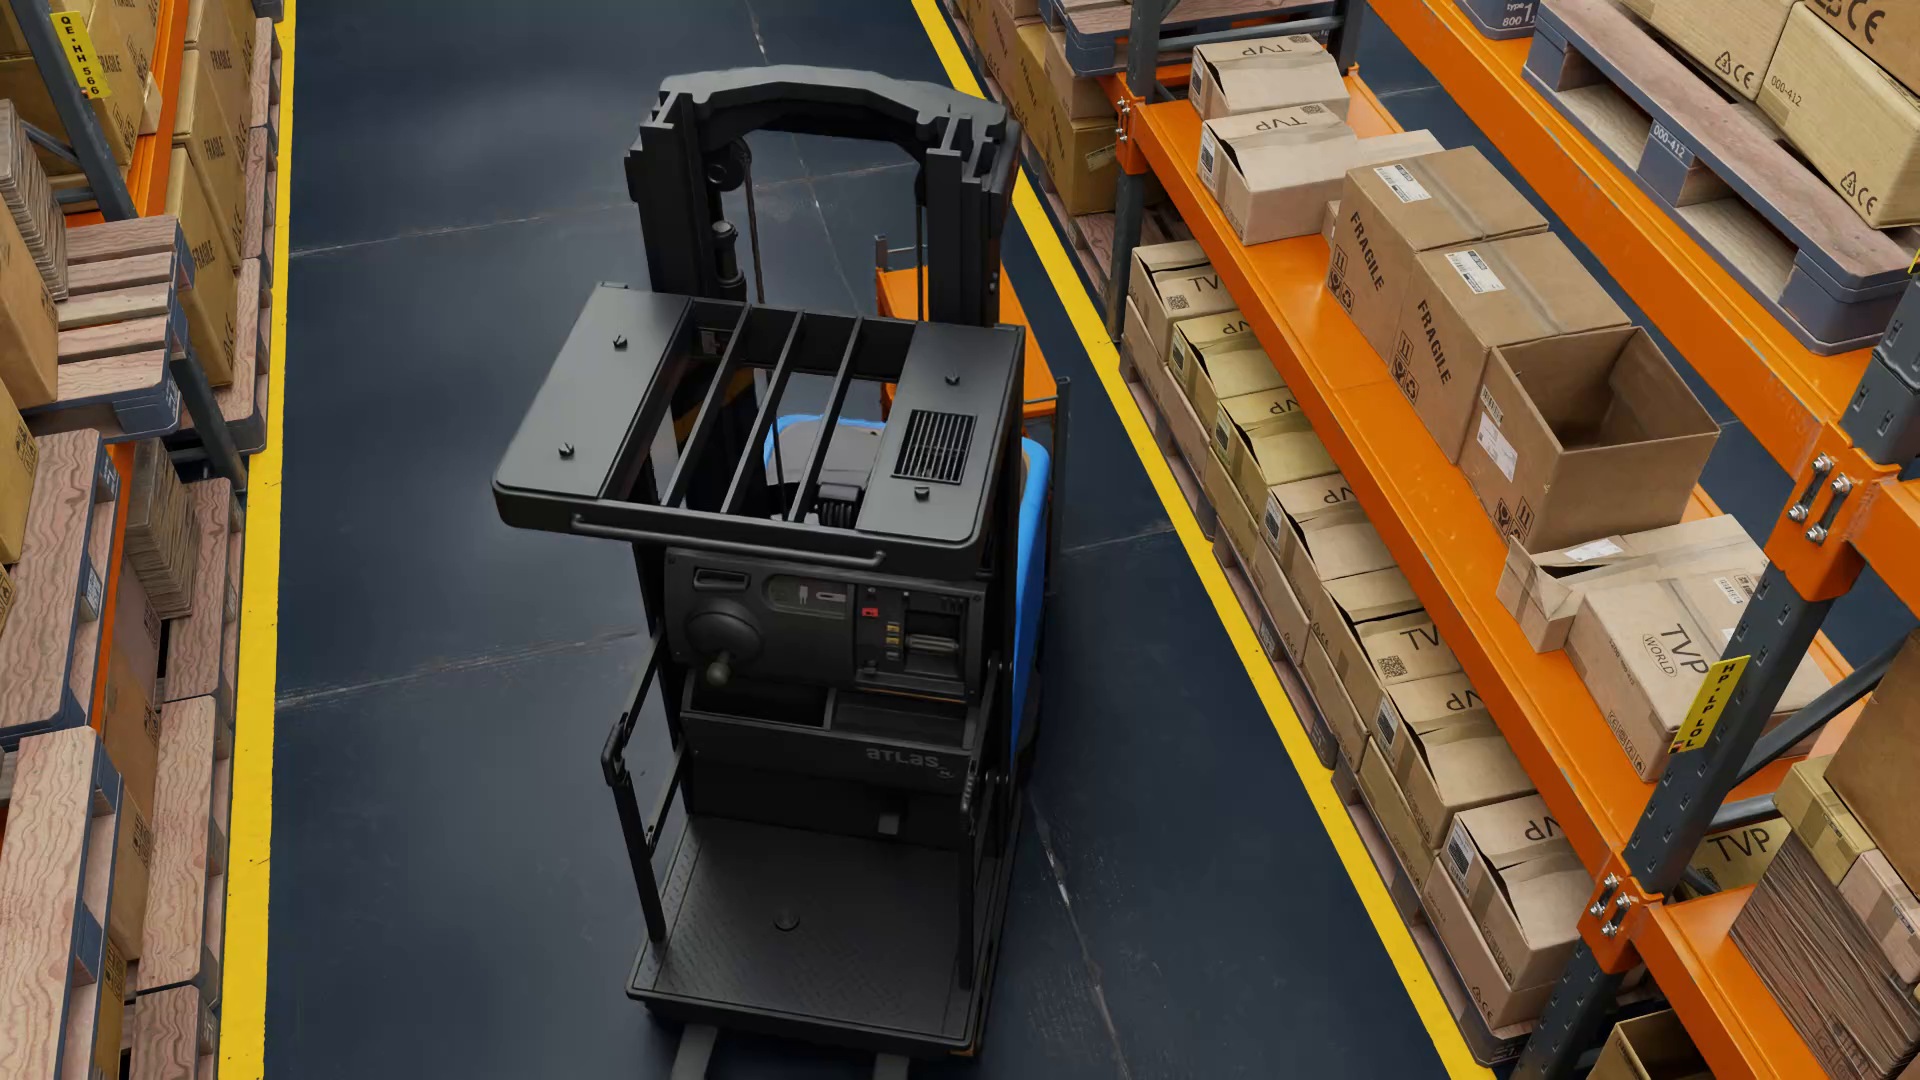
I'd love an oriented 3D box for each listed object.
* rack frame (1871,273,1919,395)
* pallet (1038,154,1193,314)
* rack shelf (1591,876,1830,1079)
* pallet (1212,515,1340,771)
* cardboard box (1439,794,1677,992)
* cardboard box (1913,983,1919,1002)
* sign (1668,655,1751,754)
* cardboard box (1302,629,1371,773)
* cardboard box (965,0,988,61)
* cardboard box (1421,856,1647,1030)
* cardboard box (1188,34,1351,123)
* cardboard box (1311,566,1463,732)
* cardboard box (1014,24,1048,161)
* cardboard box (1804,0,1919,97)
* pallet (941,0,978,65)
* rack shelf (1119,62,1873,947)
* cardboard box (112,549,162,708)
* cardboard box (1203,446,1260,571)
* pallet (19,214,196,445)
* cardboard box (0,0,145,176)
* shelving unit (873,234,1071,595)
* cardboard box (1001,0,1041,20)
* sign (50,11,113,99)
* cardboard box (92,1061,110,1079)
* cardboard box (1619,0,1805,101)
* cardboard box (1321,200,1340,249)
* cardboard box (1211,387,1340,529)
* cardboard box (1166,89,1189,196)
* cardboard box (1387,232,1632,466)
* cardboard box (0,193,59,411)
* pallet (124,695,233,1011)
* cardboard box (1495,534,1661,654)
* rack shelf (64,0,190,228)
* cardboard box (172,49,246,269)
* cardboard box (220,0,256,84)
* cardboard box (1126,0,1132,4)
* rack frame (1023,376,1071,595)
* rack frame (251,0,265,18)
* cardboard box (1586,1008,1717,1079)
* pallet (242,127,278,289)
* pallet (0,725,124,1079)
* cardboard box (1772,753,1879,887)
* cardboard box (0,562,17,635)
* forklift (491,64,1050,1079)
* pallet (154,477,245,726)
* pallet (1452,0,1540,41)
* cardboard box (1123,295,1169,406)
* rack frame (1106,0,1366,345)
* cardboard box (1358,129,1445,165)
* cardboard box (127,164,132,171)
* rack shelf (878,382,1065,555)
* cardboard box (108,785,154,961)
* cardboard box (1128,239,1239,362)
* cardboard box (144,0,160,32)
[{"bbox_3d":[2.223,-1.451,2.122,1.000,3.000,0.127,-11,47,-10],"label":"rack frame"},{"bbox_3d":[1.045,-1.659,8.479,1.003,0.211,1.213,-11,47,-10],"label":"pallet"},{"bbox_3d":[2.735,2.281,3.169,1.077,0.370,4.000,-11,47,-10],"label":"rack shelf"},{"bbox_3d":[1.681,0.279,6.579,1.003,0.211,1.213,-11,47,-10],"label":"pallet"},{"bbox_3d":[1.843,1.041,5.119,0.500,0.311,0.500,-11,47,-10],"label":"cardboard box"},{"bbox_3d":[2.237,0.959,3.437,0.380,0.149,0.250,-12,47,-11],"label":"cardboard box"},{"bbox_3d":[1.701,0.377,3.776,0.100,0.325,0.005,-11,47,-10],"label":"sign"},{"bbox_3d":[1.578,0.528,6.014,0.500,0.250,0.500,-10,46,-9],"label":"cardboard box"},{"bbox_3d":[0.332,-3.063,9.344,0.500,0.500,0.500,-10,46,-10],"label":"cardboard box"},{"bbox_3d":[1.837,1.231,5.326,0.500,0.250,0.500,-11,47,-11],"label":"cardboard box"},{"bbox_3d":[1.250,-1.823,6.749,0.500,0.311,0.500,-8,46,-8],"label":"cardboard box"},{"bbox_3d":[1.578,0.337,5.808,0.500,0.311,0.500,-11,47,-10],"label":"cardboard box"},{"bbox_3d":[0.601,-2.352,8.648,0.500,0.500,0.500,-12,47,-12],"label":"cardboard box"},{"bbox_3d":[2.104,-1.191,3.254,0.500,0.500,0.500,-10,46,-10],"label":"cardboard box"},{"bbox_3d":[0.420,-3.344,10.130,1.003,0.211,1.213,-11,47,-10],"label":"pallet"},{"bbox_3d":[1.711,-0.480,5.875,1.077,0.370,4.000,-11,47,-10],"label":"rack shelf"},{"bbox_3d":[-3.334,0.381,5.970,0.700,0.500,0.500,-11,47,-10],"label":"cardboard box"},{"bbox_3d":[1.318,-0.178,6.706,0.500,0.250,0.500,-12,47,-11],"label":"cardboard box"},{"bbox_3d":[-3.303,-0.665,5.687,1.213,0.211,1.003,-11,47,-10],"label":"pallet"},{"bbox_3d":[-3.465,-1.733,6.307,0.500,0.500,0.500,-9,46,-9],"label":"cardboard box"},{"bbox_3d":[0.030,-0.496,6.699,0.538,1.125,1.048,-10,46,-10],"label":"shelving unit"},{"bbox_3d":[0.449,-3.001,8.759,0.500,0.250,0.500,-12,47,-11],"label":"cardboard box"},{"bbox_3d":[-3.066,-1.688,5.800,0.100,0.325,0.005,-11,47,-10],"label":"sign"},{"bbox_3d":[-2.769,1.773,4.605,0.700,0.500,0.500,-9,46,-9],"label":"cardboard box"},{"bbox_3d":[1.932,-1.302,3.887,0.500,0.250,0.500,-15,47,-14],"label":"cardboard box"},{"bbox_3d":[1.580,-1.155,6.208,0.380,0.149,0.250,-8,46,-7],"label":"cardboard box"},{"bbox_3d":[1.321,-0.365,6.497,0.500,0.311,0.500,-12,47,-11],"label":"cardboard box"},{"bbox_3d":[1.220,-2.119,8.419,0.500,0.500,0.500,-12,47,-12],"label":"cardboard box"},{"bbox_3d":[1.779,-0.629,5.447,0.500,0.500,0.500,-11,47,-10],"label":"cardboard box"},{"bbox_3d":[-3.289,-0.690,5.199,0.700,0.500,0.500,-15,47,-14],"label":"cardboard box"},{"bbox_3d":[-3.081,1.152,5.724,1.003,0.211,1.213,-11,47,-10],"label":"pallet"},{"bbox_3d":[1.821,0.122,4.875,0.396,0.266,0.258,-12,47,-11],"label":"cardboard box"},{"bbox_3d":[-4.100,-2.334,7.691,1.077,0.370,4.000,-11,47,-10],"label":"rack shelf"},{"bbox_3d":[-3.868,-1.737,7.814,0.750,0.750,0.750,-11,47,-11],"label":"cardboard box"},{"bbox_3d":[-4.320,-2.936,8.989,0.750,0.750,0.750,-10,46,-10],"label":"cardboard box"},{"bbox_3d":[0.929,-2.709,7.192,0.700,0.500,0.500,-26,51,-23],"label":"cardboard box"},{"bbox_3d":[0.153,-0.144,6.354,0.500,1.125,0.032,-10,46,-10],"label":"rack frame"},{"bbox_3d":[-4.612,-3.966,8.788,1.000,3.000,0.127,-11,47,-10],"label":"rack frame"},{"bbox_3d":[2.039,1.579,4.459,0.500,0.500,0.500,-11,47,-10],"label":"cardboard box"},{"bbox_3d":[-4.026,-1.628,8.448,1.003,0.211,1.213,-11,47,-10],"label":"pallet"},{"bbox_3d":[-2.619,1.070,3.986,1.003,0.211,1.213,-11,47,-10],"label":"pallet"},{"bbox_3d":[2.105,0.607,3.781,0.380,0.149,0.250,-11,47,-10],"label":"cardboard box"},{"bbox_3d":[-2.997,0.174,4.352,0.700,0.500,0.500,-5,46,-5],"label":"cardboard box"},{"bbox_3d":[-0.425,0.350,4.605,1.130,2.935,3.031,7,46,7],"label":"forklift"},{"bbox_3d":[-3.390,0.311,6.548,1.003,0.211,1.213,-11,47,-10],"label":"pallet"},{"bbox_3d":[1.749,-1.873,4.768,1.003,0.211,1.213,-9,46,-8],"label":"pallet"},{"bbox_3d":[1.050,-0.882,7.396,0.500,0.250,0.500,-11,47,-10],"label":"cardboard box"},{"bbox_3d":[1.199,-2.113,6.971,1.000,3.000,0.127,-11,47,-10],"label":"rack frame"},{"bbox_3d":[1.697,-1.455,6.502,0.380,0.149,0.250,-11,47,-10],"label":"cardboard box"},{"bbox_3d":[-3.505,-1.569,6.600,0.380,0.149,0.250,-10,46,-10],"label":"cardboard box"},{"bbox_3d":[0.030,-0.325,6.874,0.538,0.278,1.000,-10,46,-10],"label":"rack shelf"},{"bbox_3d":[-3.041,1.065,5.299,0.700,0.500,0.500,-10,46,-10],"label":"cardboard box"},{"bbox_3d":[1.050,-1.079,7.196,0.500,0.311,0.500,-9,46,-9],"label":"cardboard box"},{"bbox_3d":[-3.716,-2.439,6.999,0.500,0.500,0.500,-11,47,-10],"label":"cardboard box"}]
